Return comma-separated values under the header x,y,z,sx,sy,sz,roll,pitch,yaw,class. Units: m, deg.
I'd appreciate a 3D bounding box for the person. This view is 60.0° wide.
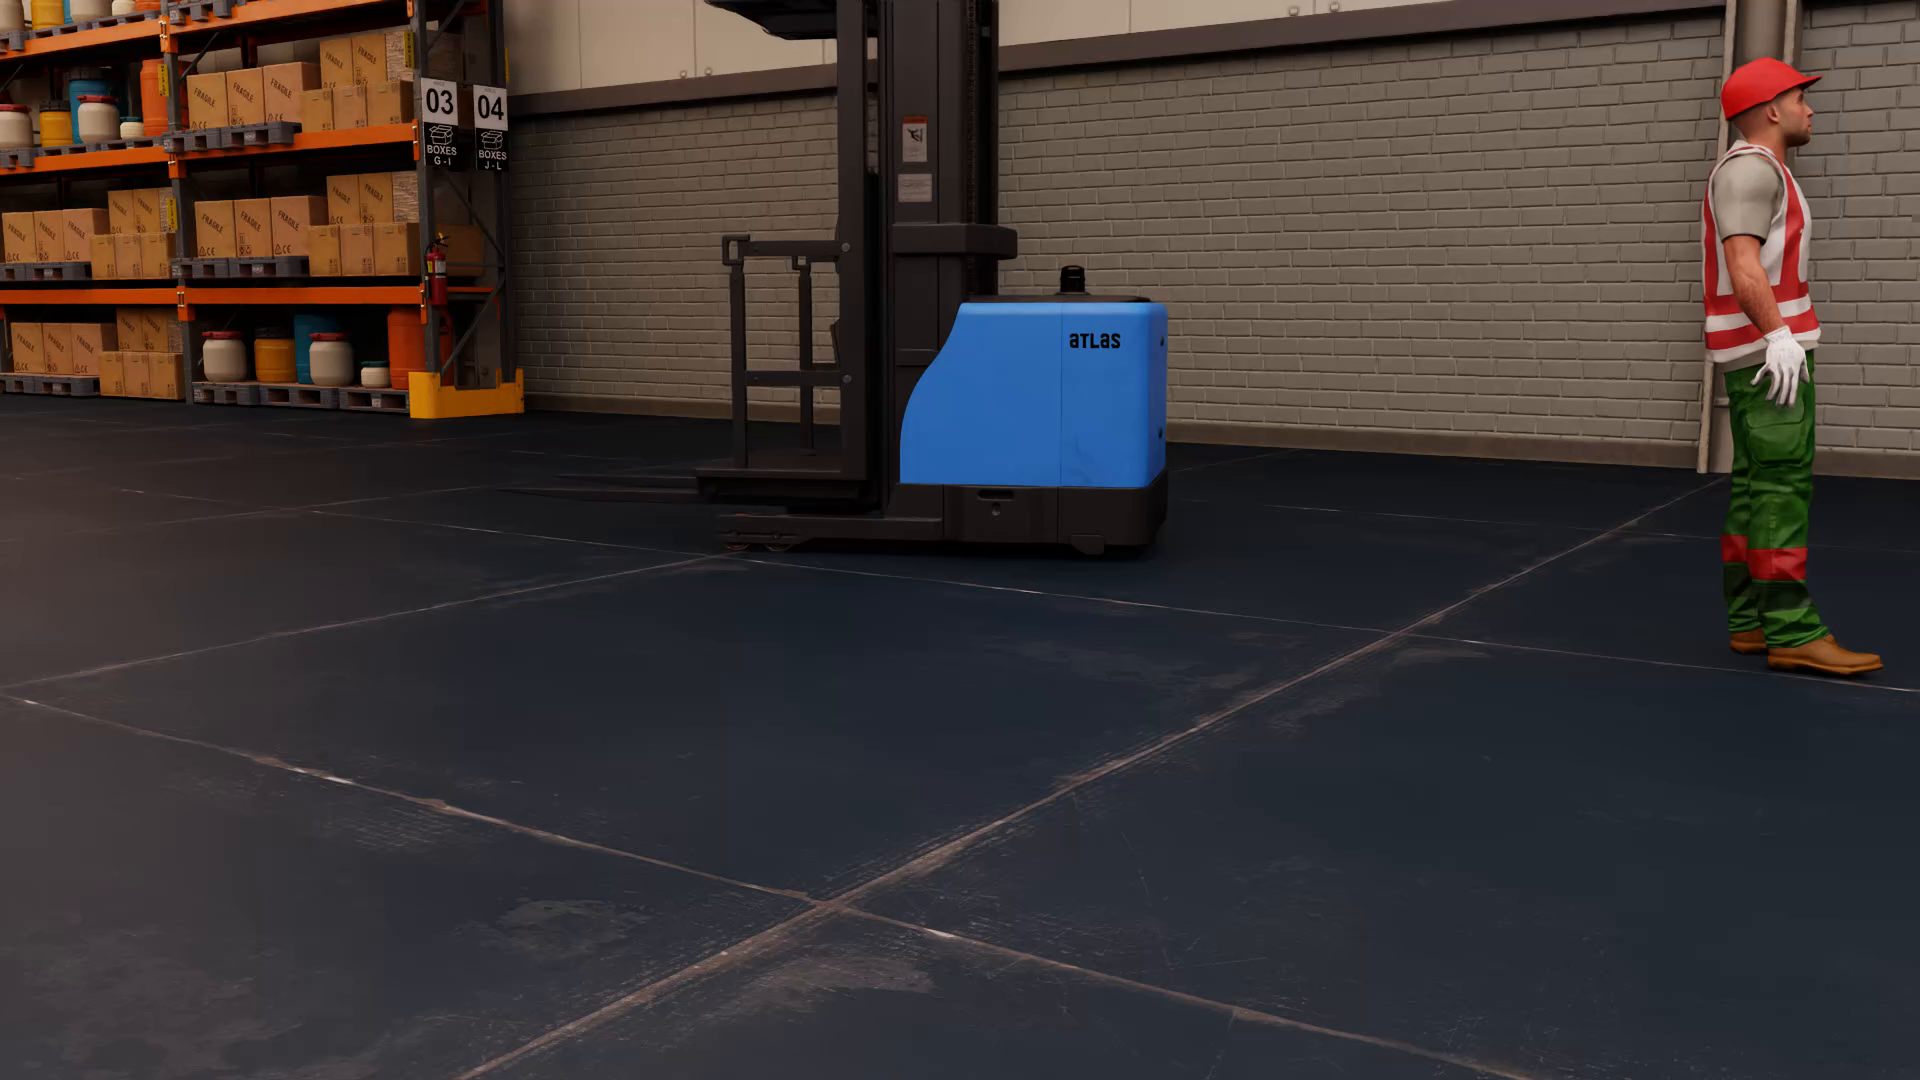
x,y,z,sx,sy,sz,roll,pitch,yaw,class
2.497,-0.536,4.980,0.552,1.790,0.637,4,9,24,person

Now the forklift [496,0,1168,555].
x,y,z,sx,sy,sz,roll,pitch,yaw,class
-0.596,-1.469,7.520,3.031,2.935,1.130,2,8,12,forklift
